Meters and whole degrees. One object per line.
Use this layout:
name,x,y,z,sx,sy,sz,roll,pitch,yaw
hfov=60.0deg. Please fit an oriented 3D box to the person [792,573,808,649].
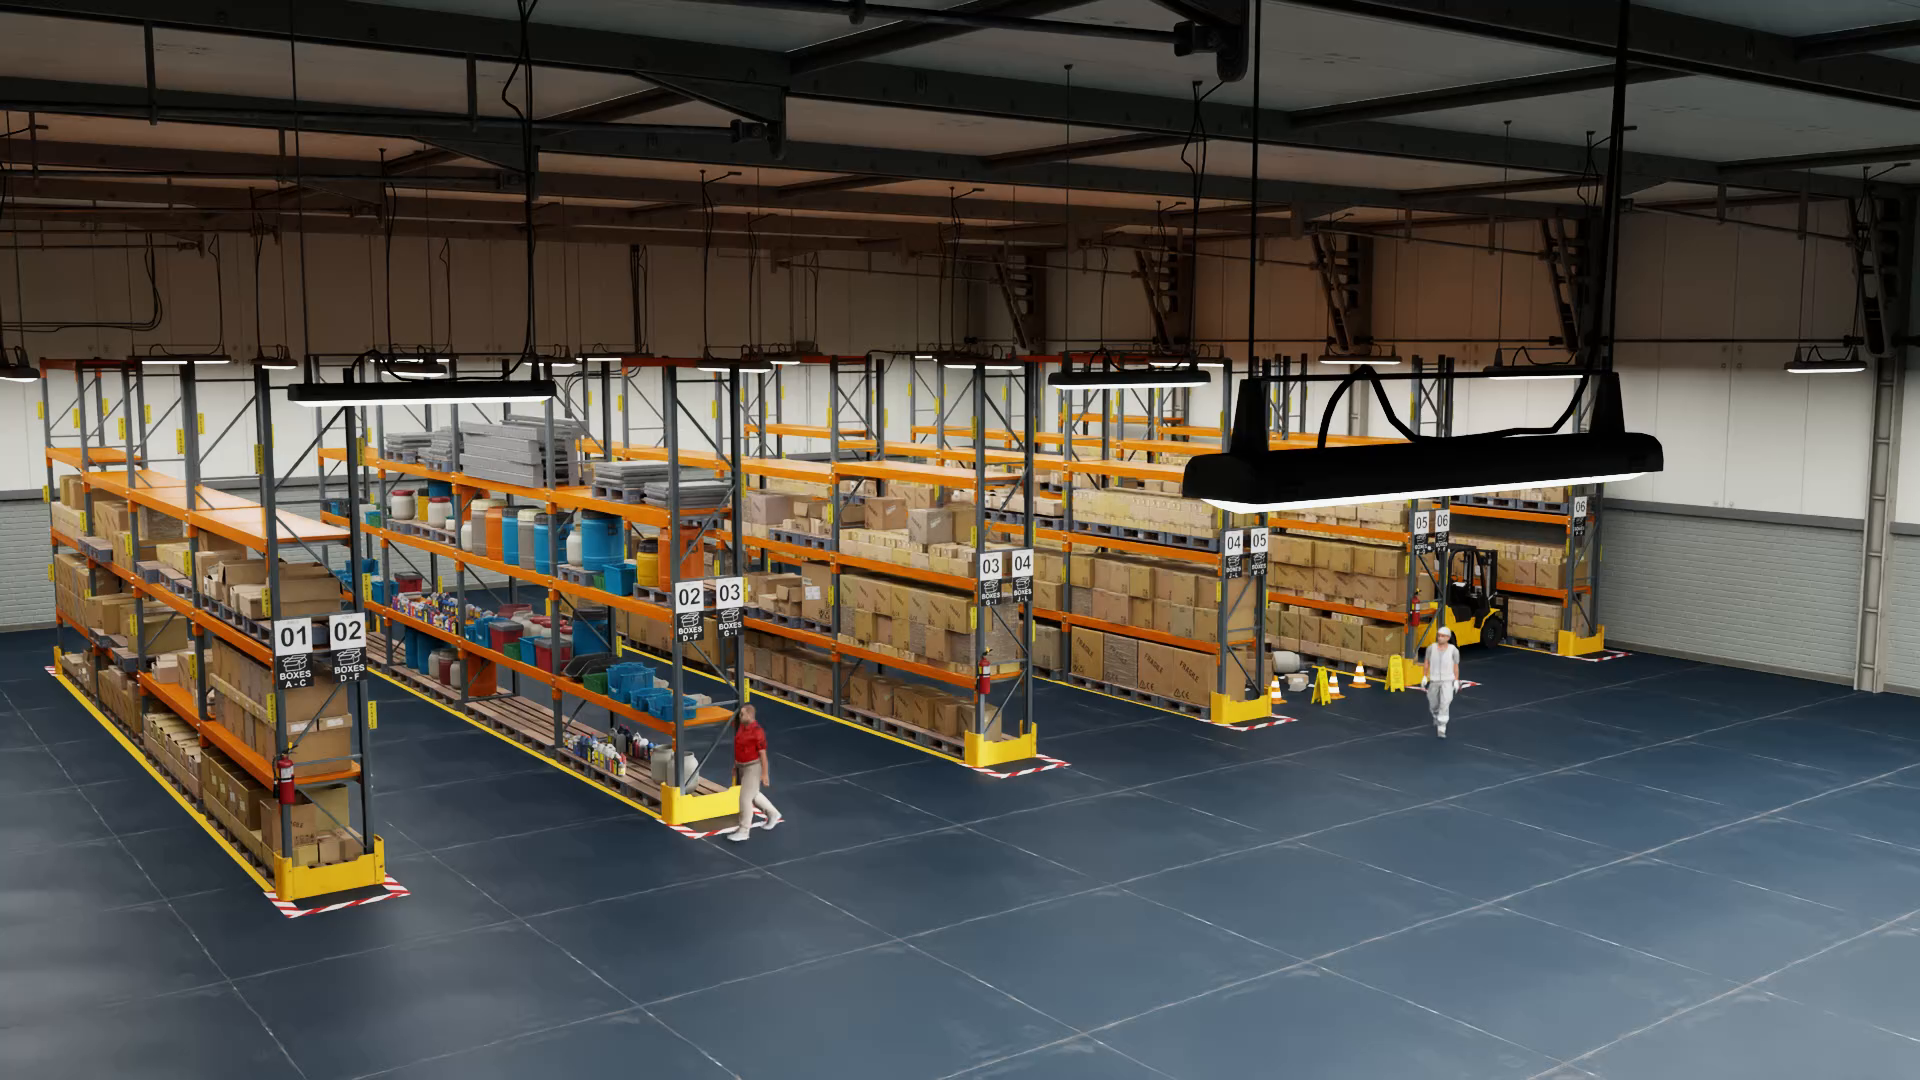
person,-3.303,1.499,33.237,0.573,1.673,1.027,-4,8,-31

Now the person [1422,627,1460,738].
person,7.722,2.248,26.718,0.585,1.762,0.939,2,7,18

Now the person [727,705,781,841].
person,-2.649,2.939,21.271,0.875,1.702,0.552,-4,8,-29
